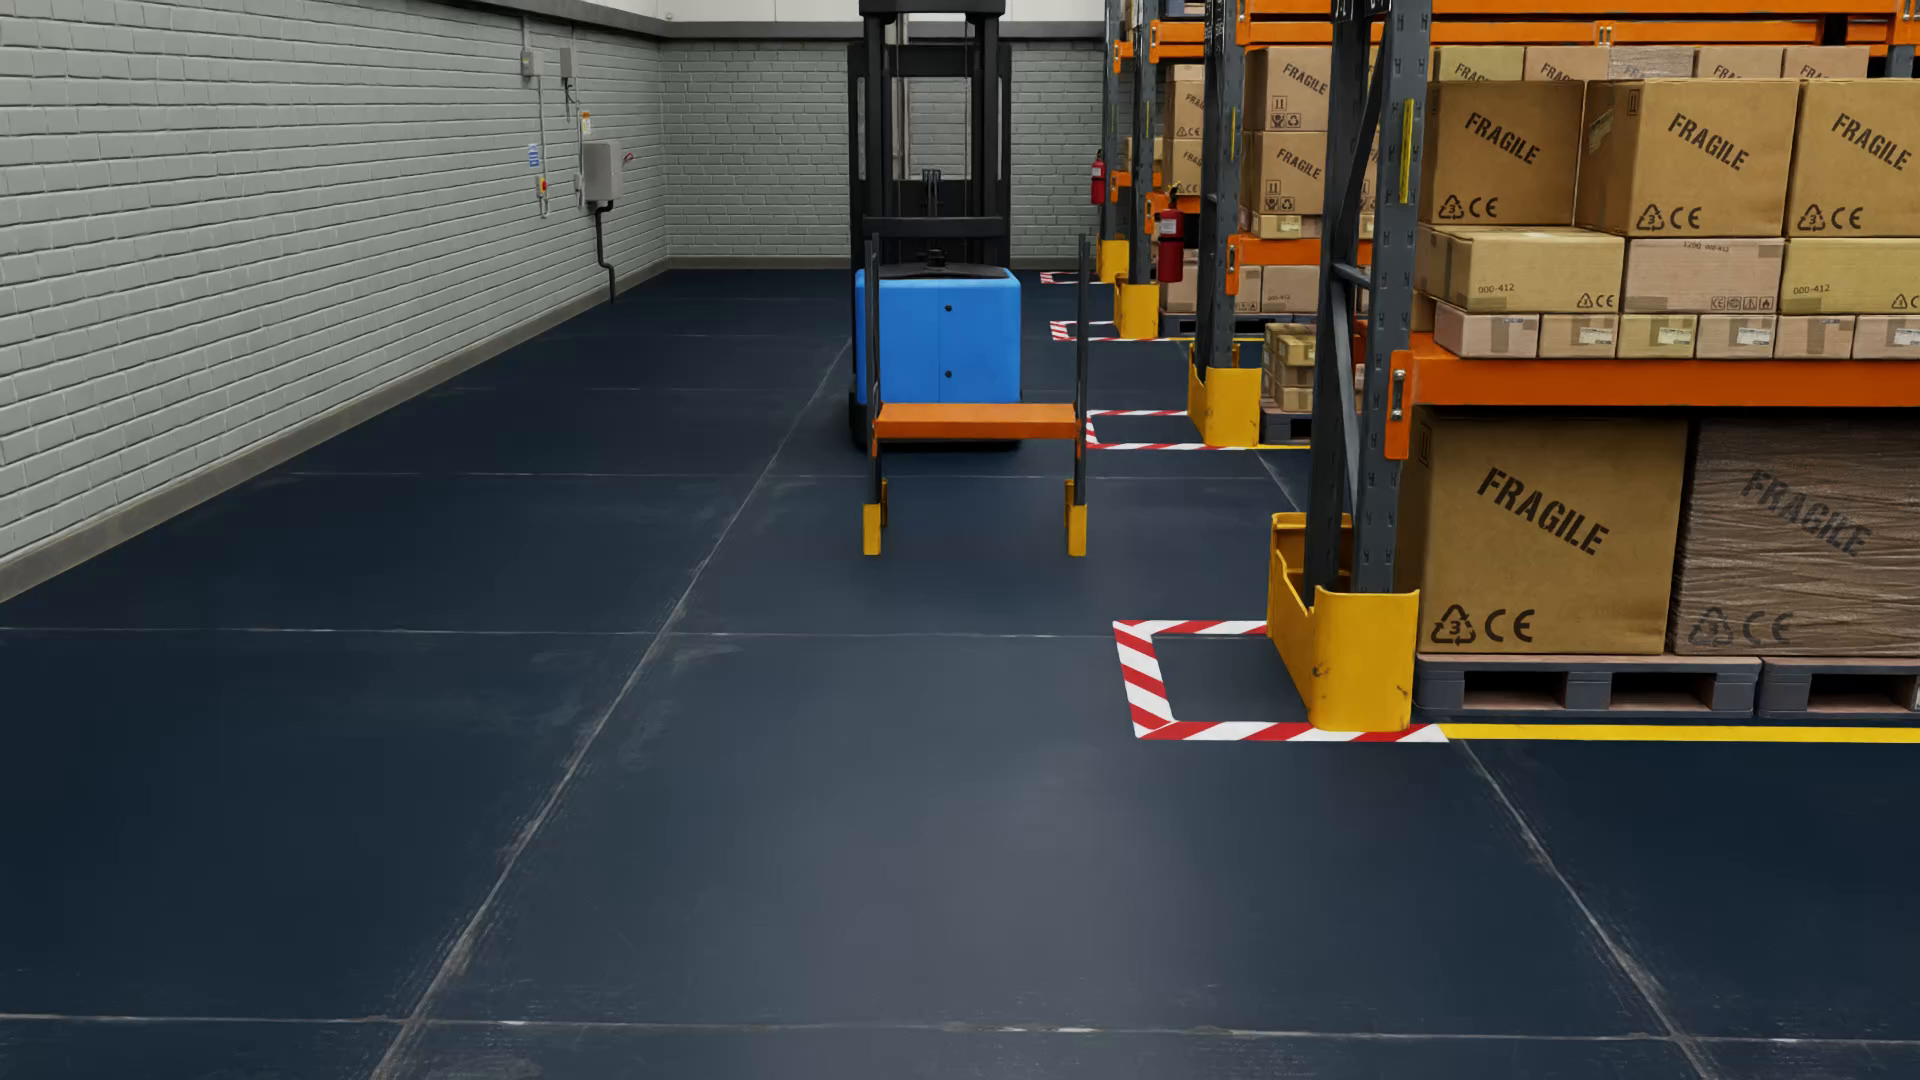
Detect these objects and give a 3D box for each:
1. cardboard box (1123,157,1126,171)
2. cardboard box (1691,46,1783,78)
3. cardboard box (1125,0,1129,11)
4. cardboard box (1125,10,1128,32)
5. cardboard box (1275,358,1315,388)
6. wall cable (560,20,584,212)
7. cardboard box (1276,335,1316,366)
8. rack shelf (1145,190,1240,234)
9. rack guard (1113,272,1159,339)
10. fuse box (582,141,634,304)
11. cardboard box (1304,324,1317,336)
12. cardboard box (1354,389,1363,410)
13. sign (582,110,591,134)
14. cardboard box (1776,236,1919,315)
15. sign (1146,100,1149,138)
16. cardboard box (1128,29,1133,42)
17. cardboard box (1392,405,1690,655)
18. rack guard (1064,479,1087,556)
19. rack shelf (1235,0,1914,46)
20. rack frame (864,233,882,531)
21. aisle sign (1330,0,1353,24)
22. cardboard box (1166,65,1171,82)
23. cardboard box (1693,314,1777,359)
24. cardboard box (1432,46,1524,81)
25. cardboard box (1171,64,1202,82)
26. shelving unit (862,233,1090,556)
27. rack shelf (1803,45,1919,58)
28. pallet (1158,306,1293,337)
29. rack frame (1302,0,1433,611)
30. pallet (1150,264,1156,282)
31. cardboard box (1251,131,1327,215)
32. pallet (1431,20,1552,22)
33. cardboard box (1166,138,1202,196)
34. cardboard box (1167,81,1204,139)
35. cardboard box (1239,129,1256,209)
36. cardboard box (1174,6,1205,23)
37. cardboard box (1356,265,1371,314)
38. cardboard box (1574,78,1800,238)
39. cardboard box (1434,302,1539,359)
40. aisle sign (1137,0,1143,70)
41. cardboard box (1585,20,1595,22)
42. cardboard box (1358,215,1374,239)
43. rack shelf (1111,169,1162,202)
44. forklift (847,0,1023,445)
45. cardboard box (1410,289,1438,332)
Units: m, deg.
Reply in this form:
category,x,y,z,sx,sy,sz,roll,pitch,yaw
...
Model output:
category,x,y,z,sx,sy,sz,roll,pitch,yaw
cardboard box,2.162,-4.667,20.643,0.250,0.149,0.380,0,15,1
cardboard box,4.681,-2.779,10.256,0.500,0.500,0.500,0,15,0
cardboard box,2.276,-6.554,20.153,0.500,0.250,0.500,0,15,0
cardboard box,2.276,-6.311,20.211,0.500,0.250,0.500,0,15,0
cardboard box,2.193,-1.093,10.786,0.250,0.149,0.380,1,15,4
wall cable,-3.912,-4.340,16.920,0.122,1.984,0.588,0,15,1
cardboard box,2.191,-1.216,10.668,0.250,0.149,0.380,0,15,-1
rack shelf,3.701,-3.096,15.604,4.000,0.370,1.077,0,15,1
rack guard,1.677,-2.248,15.881,0.348,0.500,1.175,0,15,1
fuse box,-3.737,-3.399,17.870,0.414,1.711,0.539,0,15,1
cardboard box,2.461,-1.351,11.179,0.250,0.149,0.380,1,15,3
cardboard box,2.455,-0.952,10.835,0.250,0.149,0.380,0,15,1
sign,-3.945,-4.409,17.552,0.001,0.242,0.339,0,15,1
cardboard box,2.943,-0.923,5.669,0.500,0.250,0.500,0,15,0
sign,1.681,-3.772,14.905,0.005,0.325,0.100,0,15,1
cardboard box,2.137,-5.990,19.777,0.250,0.149,0.380,1,15,3
cardboard box,2.090,-0.121,6.262,0.875,0.875,0.875,0,15,1
rack guard,0.574,-0.117,8.294,0.087,0.250,0.587,0,15,1
rack shelf,3.675,-3.283,10.434,4.000,0.370,1.077,0,15,1
rack frame,-0.423,-0.728,8.159,0.032,1.500,0.500,0,15,1
aisle sign,1.384,-2.263,5.943,0.004,0.787,0.394,0,15,1
cardboard box,2.065,-4.351,15.524,0.250,0.149,0.380,1,15,2
cardboard box,2.568,-0.717,5.671,0.250,0.149,0.380,0,15,1
cardboard box,3.142,-2.788,10.288,0.500,0.500,0.500,0,15,0
cardboard box,2.049,-4.229,15.063,0.250,0.149,0.380,1,15,3
shelving unit,0.076,-0.725,8.147,1.083,1.500,0.587,0,15,1
rack shelf,11.821,-5.760,19.822,4.000,0.370,1.077,0,15,1
pallet,2.503,-2.123,15.974,1.213,0.211,1.003,0,15,1
rack frame,1.448,-0.929,5.983,0.127,3.000,1.000,0,15,1
pallet,2.697,-3.369,20.695,1.213,0.211,1.003,0,15,1
cardboard box,2.118,-2.312,10.446,0.500,0.500,0.500,1,15,4
pallet,4.882,-4.846,15.122,1.213,0.211,1.003,0,15,1
cardboard box,2.174,-3.429,15.260,0.500,0.500,0.500,0,15,1
cardboard box,2.174,-3.913,15.134,0.500,0.500,0.500,0,15,0
cardboard box,2.132,-2.449,10.962,0.500,0.500,0.500,1,15,3
cardboard box,2.770,-6.174,19.691,0.500,0.250,0.500,1,15,2
cardboard box,4.180,-2.432,15.877,0.875,0.438,0.875,0,15,0
cardboard box,2.421,-1.288,5.583,0.500,0.500,0.500,0,15,0
cardboard box,1.795,-0.722,5.687,0.250,0.149,0.380,1,15,2
aisle sign,1.622,-4.640,14.952,0.004,0.787,0.394,0,15,1
cardboard box,7.674,-6.296,19.917,0.250,0.149,0.380,0,15,2
cardboard box,2.514,-1.980,10.457,0.250,0.149,0.380,0,15,0
rack shelf,3.824,-4.362,20.402,4.000,0.370,1.077,0,15,1
forklift,-0.217,-2.342,11.470,1.130,2.935,3.031,-1,15,-3
cardboard box,1.813,-0.890,6.324,0.250,0.149,0.380,1,15,2
